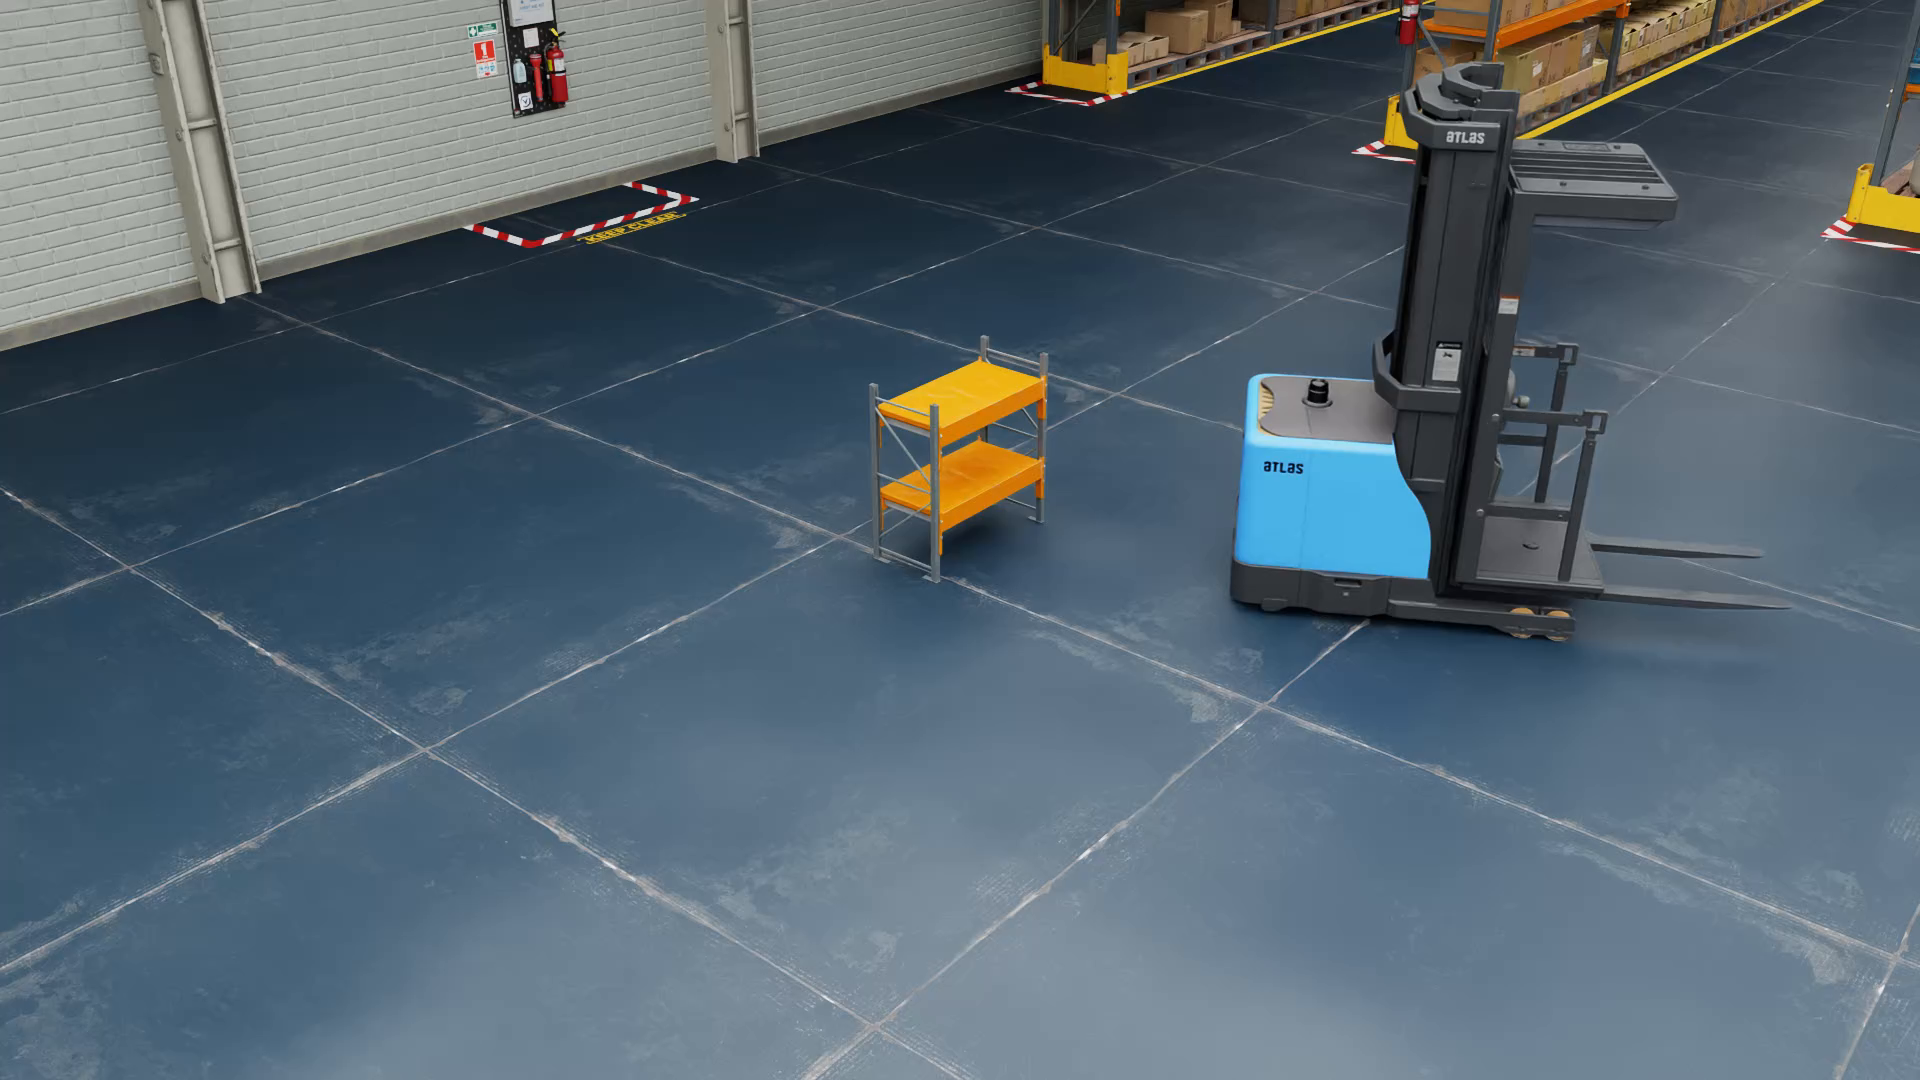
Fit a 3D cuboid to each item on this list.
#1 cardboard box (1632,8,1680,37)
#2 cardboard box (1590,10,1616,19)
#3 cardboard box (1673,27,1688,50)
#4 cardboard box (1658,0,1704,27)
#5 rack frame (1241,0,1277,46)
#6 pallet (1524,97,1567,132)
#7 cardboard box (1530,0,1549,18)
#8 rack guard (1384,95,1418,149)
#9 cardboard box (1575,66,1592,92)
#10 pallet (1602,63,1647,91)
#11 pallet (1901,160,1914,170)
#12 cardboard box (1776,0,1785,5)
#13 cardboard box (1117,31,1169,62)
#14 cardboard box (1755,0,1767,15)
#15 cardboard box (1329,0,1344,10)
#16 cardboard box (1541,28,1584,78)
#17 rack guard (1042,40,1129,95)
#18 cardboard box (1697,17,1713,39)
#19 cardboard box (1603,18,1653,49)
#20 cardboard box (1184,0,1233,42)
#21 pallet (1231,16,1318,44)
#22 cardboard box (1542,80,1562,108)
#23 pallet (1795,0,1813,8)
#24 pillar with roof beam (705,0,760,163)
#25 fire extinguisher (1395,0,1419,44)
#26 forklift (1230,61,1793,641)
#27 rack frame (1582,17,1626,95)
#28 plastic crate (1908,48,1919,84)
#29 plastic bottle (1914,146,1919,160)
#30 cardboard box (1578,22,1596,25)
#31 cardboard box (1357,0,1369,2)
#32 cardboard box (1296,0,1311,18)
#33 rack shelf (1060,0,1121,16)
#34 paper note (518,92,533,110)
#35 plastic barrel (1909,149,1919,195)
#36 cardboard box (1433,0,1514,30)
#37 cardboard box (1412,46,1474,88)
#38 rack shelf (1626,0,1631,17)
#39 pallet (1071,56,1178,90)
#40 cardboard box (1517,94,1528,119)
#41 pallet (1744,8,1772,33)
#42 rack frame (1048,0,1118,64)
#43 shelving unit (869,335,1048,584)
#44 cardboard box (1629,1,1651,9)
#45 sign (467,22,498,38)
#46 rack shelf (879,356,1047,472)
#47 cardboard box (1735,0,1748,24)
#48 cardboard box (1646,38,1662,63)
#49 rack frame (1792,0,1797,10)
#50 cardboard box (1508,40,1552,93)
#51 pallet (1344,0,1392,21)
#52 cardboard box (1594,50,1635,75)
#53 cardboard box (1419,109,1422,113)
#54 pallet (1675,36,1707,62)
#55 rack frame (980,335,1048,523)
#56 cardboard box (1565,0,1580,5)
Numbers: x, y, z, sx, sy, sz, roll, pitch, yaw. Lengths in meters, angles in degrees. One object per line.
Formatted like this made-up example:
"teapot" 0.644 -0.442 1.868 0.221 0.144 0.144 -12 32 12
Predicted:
"cardboard box" 9.371 -7.013 22.468 0.500 0.311 0.500 22 34 36
"cardboard box" 8.620 -6.984 22.411 0.500 0.311 0.500 21 34 34
"cardboard box" 9.689 -6.944 22.945 0.500 0.250 0.500 22 34 36
"cardboard box" 10.014 -7.369 23.154 0.500 0.311 0.500 20 34 34
"rack frame" 4.114 -8.626 23.660 1.000 3.000 0.127 21 34 34
"pallet" 6.625 -5.237 20.144 1.003 0.211 1.213 21 34 34
"cardboard box" 6.352 -6.330 19.112 0.700 0.500 0.500 21 34 35
"rack guard" 5.379 -4.643 18.681 1.175 0.500 0.348 21 34 34
"cardboard box" 7.487 -5.742 20.621 0.500 0.250 0.500 21 34 34
"pallet" 8.377 -6.214 22.032 1.003 0.211 1.213 21 34 34
"pallet" 10.523 -3.832 17.428 1.003 0.211 1.213 21 34 34
"cardboard box" 12.614 -8.670 25.986 0.500 0.500 0.500 21 34 35
"cardboard box" 2.442 -6.630 22.250 0.500 0.311 0.500 24 36 38
"cardboard box" 11.973 -8.311 25.293 0.500 0.500 0.500 19 33 33
"cardboard box" 5.529 -8.526 25.708 0.700 0.500 0.500 21 34 34
"cardboard box" 7.170 -5.898 20.105 0.500 0.500 0.500 21 34 34
"rack guard" 1.618 -6.125 21.545 1.175 0.500 0.348 21 34 34
"cardboard box" 10.337 -7.306 23.643 0.500 0.250 0.500 22 34 36
"cardboard box" 8.716 -6.644 21.753 0.500 0.311 0.500 20 34 34
"cardboard box" 3.485 -7.332 23.400 0.500 0.500 0.500 18 32 31
"pallet" 4.608 -7.664 24.836 1.003 0.211 1.213 21 34 34
"cardboard box" 6.863 -5.383 19.927 0.500 0.250 0.500 21 34 34
"pallet" 13.465 -9.021 27.458 1.003 0.211 1.213 21 34 34
"pillar with roof beam" 0.853 -6.988 13.965 9.100 9.000 0.400 21 34 34
"fire extinguisher" 4.961 -5.821 18.322 0.296 0.674 0.183 21 34 34
"forklift" 3.107 -1.008 9.008 3.031 2.935 1.130 5 28 9
"rack frame" 7.939 -7.180 20.864 1.000 3.000 0.127 21 34 34
"plastic crate" 9.302 -4.512 15.868 0.499 0.251 0.616 21 34 34
"plastic bottle" 10.044 -4.045 17.370 0.097 0.201 0.097 0 27 0
"cardboard box" 7.975 -6.622 21.710 0.500 0.311 0.500 21 34 34
"cardboard box" 6.240 -8.859 26.352 0.700 0.500 0.500 21 34 35
"cardboard box" 4.859 -8.175 25.030 0.700 0.500 0.500 20 33 33
"rack shelf" 2.842 -7.598 22.455 1.077 0.370 4.000 21 34 34
"paper note" -4.236 -4.283 16.223 0.016 0.148 0.142 21 34 34
"plastic barrel" 9.574 -3.650 16.291 0.421 0.512 0.421 0 27 0
"cardboard box" 5.701 -5.968 18.413 0.700 0.500 0.500 21 34 34
"cardboard box" 5.506 -5.337 19.022 0.500 0.500 0.500 21 34 34
"rack shelf" 9.211 -7.569 22.400 1.077 0.370 4.000 21 34 34
"pallet" 2.162 -6.274 22.149 1.003 0.211 1.213 21 34 34
"cardboard box" 6.222 -5.030 19.245 0.500 0.250 0.500 21 34 34
"pallet" 11.763 -8.044 25.569 1.003 0.211 1.213 21 34 34
"rack frame" 1.570 -7.208 20.919 1.000 3.000 0.127 21 34 34
"shelving unit" 0.004 -0.502 9.996 0.538 1.125 1.048 21 34 34
"cardboard box" 9.269 -7.344 23.106 0.500 0.311 0.500 20 33 33
"sign" -4.492 -4.801 15.651 0.001 0.109 0.331 21 34 34
"rack shelf" 0.004 -0.762 9.862 0.538 0.278 1.000 21 34 34
"cardboard box" 11.322 -7.948 24.592 0.500 0.500 0.500 19 33 33
"cardboard box" 9.040 -6.581 22.242 0.500 0.250 0.500 20 33 33
"rack frame" 13.027 -10.016 26.347 1.000 3.000 0.127 21 34 34
"cardboard box" 6.532 -5.544 19.422 0.500 0.500 0.500 21 34 34
"pallet" 6.160 -8.529 26.508 1.003 0.211 1.213 21 34 34
"cardboard box" 8.386 -6.216 21.536 0.500 0.250 0.500 20 33 33
"cardboard box" 5.508 -5.003 19.193 0.500 0.250 0.500 21 34 34
"pallet" 9.929 -7.079 23.704 1.003 0.211 1.213 21 34 34
"rack frame" 0.328 -0.682 10.345 0.500 1.125 0.032 21 34 34
"cardboard box" 7.009 -6.700 19.827 0.700 0.500 0.500 21 34 35
